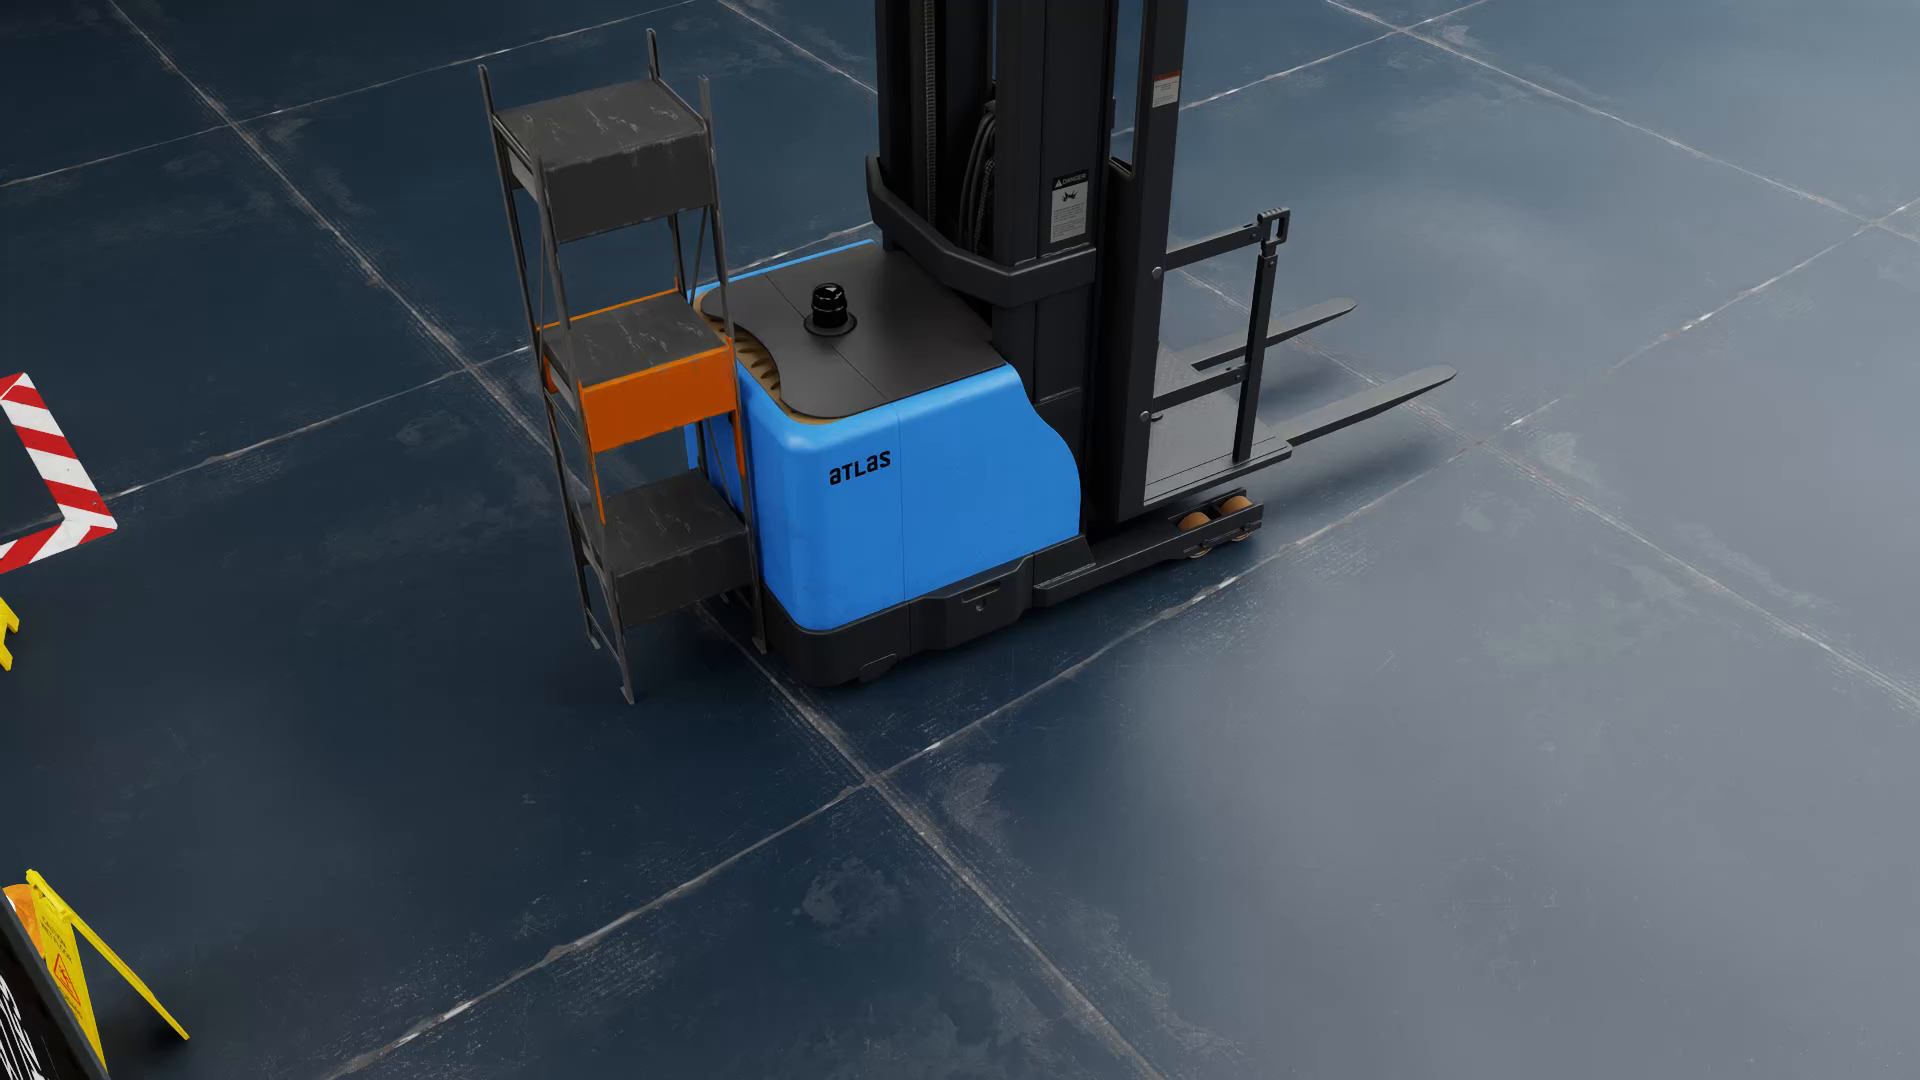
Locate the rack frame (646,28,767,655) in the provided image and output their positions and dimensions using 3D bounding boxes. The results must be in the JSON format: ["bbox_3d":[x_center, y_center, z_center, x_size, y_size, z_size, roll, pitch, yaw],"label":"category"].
[{"bbox_3d":[-0.779,-0.525,5.234,0.015,2.100,0.400,-21,44,-23],"label":"rack frame"}]

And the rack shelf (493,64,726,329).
[{"bbox_3d":[-0.989,-0.977,4.703,0.480,0.518,0.431,-21,44,-23],"label":"rack shelf"}]

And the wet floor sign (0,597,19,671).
[{"bbox_3d":[-3.408,0.140,5.571,0.232,0.644,0.267,-11,41,-13],"label":"wet floor sign"}]

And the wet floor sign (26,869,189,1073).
[{"bbox_3d":[-2.298,1.119,4.378,0.267,0.644,0.232,30,48,31],"label":"wet floor sign"}]

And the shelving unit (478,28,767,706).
[{"bbox_3d":[-0.989,-0.446,5.138,0.503,2.100,0.431,-21,44,-23],"label":"shelving unit"}]

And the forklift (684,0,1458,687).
[{"bbox_3d":[0.543,-1.336,5.568,3.031,2.935,1.130,-21,44,-23],"label":"forklift"}]

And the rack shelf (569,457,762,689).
[{"bbox_3d":[-0.989,0.106,5.591,0.480,0.518,0.431,-21,44,-23],"label":"rack shelf"}]

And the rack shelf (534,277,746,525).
[{"bbox_3d":[-0.989,-0.436,5.147,0.480,0.518,0.431,-21,44,-23],"label":"rack shelf"}]

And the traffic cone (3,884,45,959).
[{"bbox_3d":[-2.820,0.988,4.681,0.334,0.463,0.336,-26,46,-28],"label":"traffic cone"}]

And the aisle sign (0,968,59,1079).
[{"bbox_3d":[-0.875,0.334,1.429,0.004,0.787,0.394,-26,46,-28],"label":"aisle sign"}]

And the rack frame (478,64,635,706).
[{"bbox_3d":[-1.199,-0.368,5.043,0.015,2.100,0.400,-21,44,-23],"label":"rack frame"}]
